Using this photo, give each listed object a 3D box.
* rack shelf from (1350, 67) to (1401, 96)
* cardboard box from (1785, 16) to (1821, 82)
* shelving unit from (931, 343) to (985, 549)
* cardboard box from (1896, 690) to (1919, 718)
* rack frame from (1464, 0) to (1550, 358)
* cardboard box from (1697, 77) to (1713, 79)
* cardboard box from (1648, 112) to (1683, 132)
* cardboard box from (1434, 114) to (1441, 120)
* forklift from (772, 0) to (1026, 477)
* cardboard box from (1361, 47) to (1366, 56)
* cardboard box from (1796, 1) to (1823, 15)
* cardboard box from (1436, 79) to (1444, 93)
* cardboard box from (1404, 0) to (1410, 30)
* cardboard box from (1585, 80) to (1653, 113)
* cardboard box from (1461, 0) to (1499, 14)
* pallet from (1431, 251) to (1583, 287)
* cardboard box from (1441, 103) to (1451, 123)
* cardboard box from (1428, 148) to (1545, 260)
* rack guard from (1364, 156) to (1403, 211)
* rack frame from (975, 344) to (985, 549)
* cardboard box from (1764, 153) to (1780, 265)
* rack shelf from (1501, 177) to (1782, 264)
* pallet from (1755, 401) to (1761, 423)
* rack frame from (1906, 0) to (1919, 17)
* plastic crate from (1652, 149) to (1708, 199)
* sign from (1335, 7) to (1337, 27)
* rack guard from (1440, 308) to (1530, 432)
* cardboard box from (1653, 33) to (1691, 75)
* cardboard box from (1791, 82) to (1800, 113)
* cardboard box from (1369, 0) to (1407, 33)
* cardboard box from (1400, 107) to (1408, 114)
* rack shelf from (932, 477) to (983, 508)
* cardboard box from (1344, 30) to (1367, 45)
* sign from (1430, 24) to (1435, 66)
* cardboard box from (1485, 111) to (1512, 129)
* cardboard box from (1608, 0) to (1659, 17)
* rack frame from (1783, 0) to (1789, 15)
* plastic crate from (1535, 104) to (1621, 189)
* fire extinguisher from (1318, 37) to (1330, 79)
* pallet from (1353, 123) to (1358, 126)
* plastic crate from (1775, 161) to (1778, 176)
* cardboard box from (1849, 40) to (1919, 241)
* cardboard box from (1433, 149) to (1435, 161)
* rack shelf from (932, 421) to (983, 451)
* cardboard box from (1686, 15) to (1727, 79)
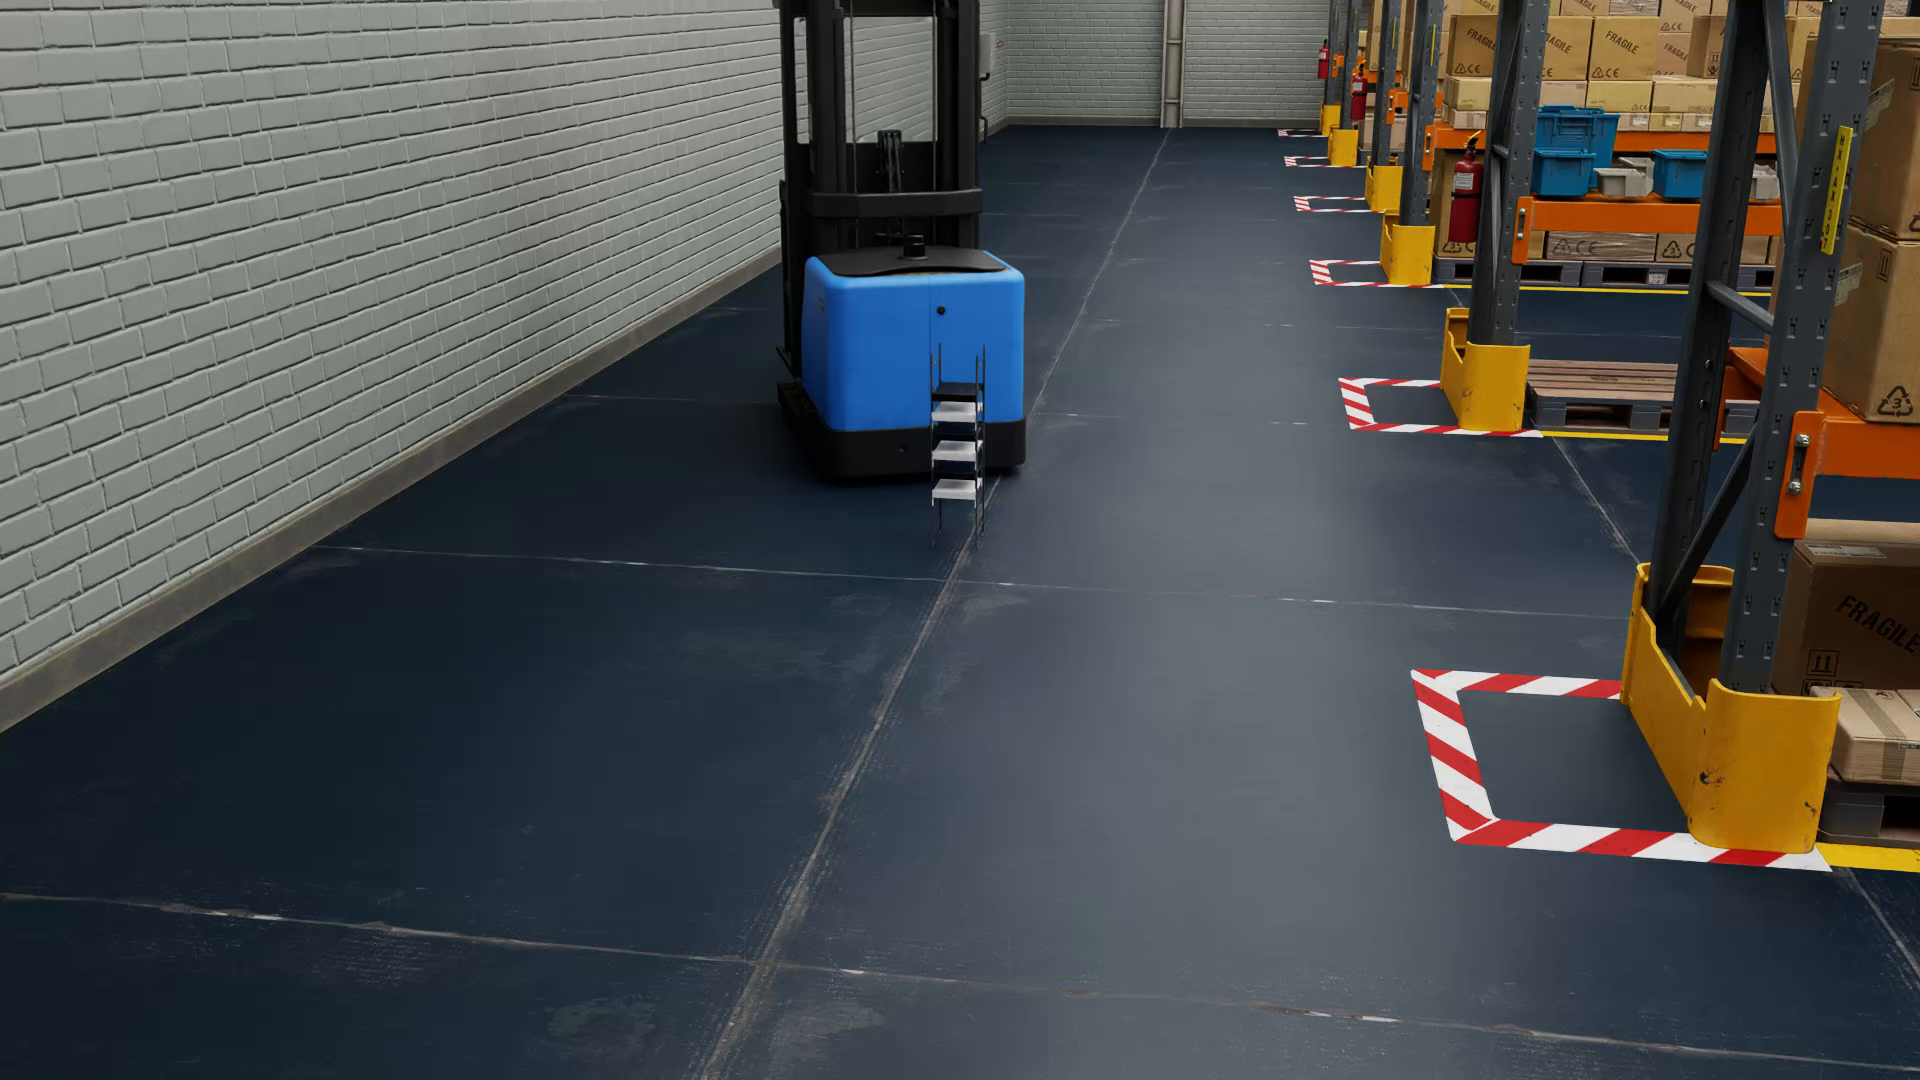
[{"bbox_3d":[7.518,-6.448,23.402,4.000,0.370,1.077,3,19,9],"label":"rack shelf"},{"bbox_3d":[6.931,-3.976,13.464,0.500,0.500,0.500,3,19,9],"label":"cardboard box"},{"bbox_3d":[-0.008,-0.427,7.582,0.210,0.900,0.258,3,19,9],"label":"shelving unit"},{"bbox_3d":[3.002,0.594,4.992,0.250,0.166,0.380,3,19,9],"label":"cardboard box"},{"bbox_3d":[3.186,-2.234,9.672,0.127,3.000,1.000,3,19,9],"label":"rack frame"},{"bbox_3d":[6.496,-3.811,14.153,0.500,0.250,0.500,3,19,10],"label":"cardboard box"},{"bbox_3d":[5.789,-3.468,13.757,0.250,0.149,0.380,2,19,7],"label":"cardboard box"},{"bbox_3d":[7.116,-5.829,23.793,0.875,0.438,0.875,3,19,10],"label":"cardboard box"},{"bbox_3d":[-0.489,-2.140,9.501,1.130,2.935,3.031,-4,19,-12],"label":"forklift"},{"bbox_3d":[6.866,-8.225,27.976,0.250,0.149,0.380,3,19,10],"label":"cardboard box"},{"bbox_3d":[11.394,-7.031,22.277,0.500,0.500,0.500,3,19,8],"label":"cardboard box"},{"bbox_3d":[5.384,-5.096,18.624,0.250,0.149,0.380,4,19,11],"label":"cardboard box"},{"bbox_3d":[5.349,-6.052,18.881,0.500,0.500,0.500,3,19,8],"label":"cardboard box"},{"bbox_3d":[5.412,-3.696,13.811,0.500,0.250,0.500,2,19,7],"label":"cardboard box"},{"bbox_3d":[5.758,-5.868,18.331,0.500,0.500,0.500,3,19,10],"label":"cardboard box"},{"bbox_3d":[4.773,-2.447,14.705,1.213,0.211,1.003,3,19,9],"label":"pallet"},{"bbox_3d":[4.375,-3.751,14.605,0.250,0.149,0.380,3,19,10],"label":"cardboard box"},{"bbox_3d":[4.616,-2.970,14.559,0.875,0.875,0.875,3,19,9],"label":"cardboard box"},{"bbox_3d":[4.933,-4.145,19.324,0.348,0.500,1.175,3,19,9],"label":"rack guard"},{"bbox_3d":[0.092,-0.422,7.567,0.006,0.900,0.240,3,19,9],"label":"rack frame"},{"bbox_3d":[7.282,-2.834,14.153,0.875,0.875,0.875,3,19,9],"label":"cardboard box"},{"bbox_3d":[5.161,-1.792,9.486,4.000,0.370,1.077,3,19,9],"label":"rack shelf"},{"bbox_3d":[5.195,-0.795,9.769,1.213,0.211,1.003,3,19,9],"label":"pallet"},{"bbox_3d":[7.921,-3.584,13.708,0.127,3.000,1.000,3,19,9],"label":"rack frame"},{"bbox_3d":[4.027,-2.034,9.245,0.300,0.233,0.416,3,19,9],"label":"plastic crate"},{"bbox_3d":[6.241,-8.686,27.592,0.005,0.325,0.100,3,19,9],"label":"sign"},{"bbox_3d":[3.160,-1.045,10.061,0.348,0.500,1.175,3,19,9],"label":"rack guard"},{"bbox_3d":[7.772,-5.284,18.162,0.500,0.500,0.500,2,19,7],"label":"cardboard box"},{"bbox_3d":[6.932,-3.619,13.581,0.500,0.250,0.500,3,19,10],"label":"cardboard box"},{"bbox_3d":[5.972,-7.298,23.075,0.500,0.500,0.500,3,19,7],"label":"cardboard box"},{"bbox_3d":[7.754,-7.343,28.221,0.500,0.500,0.700,4,19,11],"label":"cardboard box"},{"bbox_3d":[-0.008,-0.225,7.650,0.200,0.077,0.258,3,19,9],"label":"rack shelf"},{"bbox_3d":[6.823,-8.575,28.393,0.500,0.250,0.500,3,19,10],"label":"cardboard box"},{"bbox_3d":[3.878,-4.060,13.641,0.005,0.325,0.100,3,19,9],"label":"sign"},{"bbox_3d":[4.523,-3.533,13.950,0.250,0.149,0.380,3,19,8],"label":"cardboard box"},{"bbox_3d":[7.286,-5.789,18.096,0.500,0.500,0.500,3,19,10],"label":"cardboard box"},{"bbox_3d":[8.807,-5.133,18.337,0.127,3.000,1.000,3,19,9],"label":"rack frame"},{"bbox_3d":[3.546,-2.321,9.782,0.499,0.435,0.616,3,19,9],"label":"plastic crate"},{"bbox_3d":[6.108,-8.094,27.898,0.183,0.674,0.296,3,19,9],"label":"fire extinguisher"},{"bbox_3d":[7.189,-7.079,28.549,1.213,0.211,1.003,3,19,9],"label":"pallet"},{"bbox_3d":[4.878,-2.118,9.648,0.250,0.136,0.298,3,19,9],"label":"plastic crate"},{"bbox_3d":[2.793,-1.099,4.547,0.500,0.500,0.500,3,19,10],"label":"cardboard box"},{"bbox_3d":[5.321,-4.331,18.833,0.250,0.149,0.380,2,19,6],"label":"cardboard box"},{"bbox_3d":[-0.008,-0.481,7.564,0.200,0.077,0.258,3,19,9],"label":"rack shelf"},{"bbox_3d":[6.489,-4.166,14.033,0.500,0.500,0.500,2,19,7],"label":"cardboard box"}]
